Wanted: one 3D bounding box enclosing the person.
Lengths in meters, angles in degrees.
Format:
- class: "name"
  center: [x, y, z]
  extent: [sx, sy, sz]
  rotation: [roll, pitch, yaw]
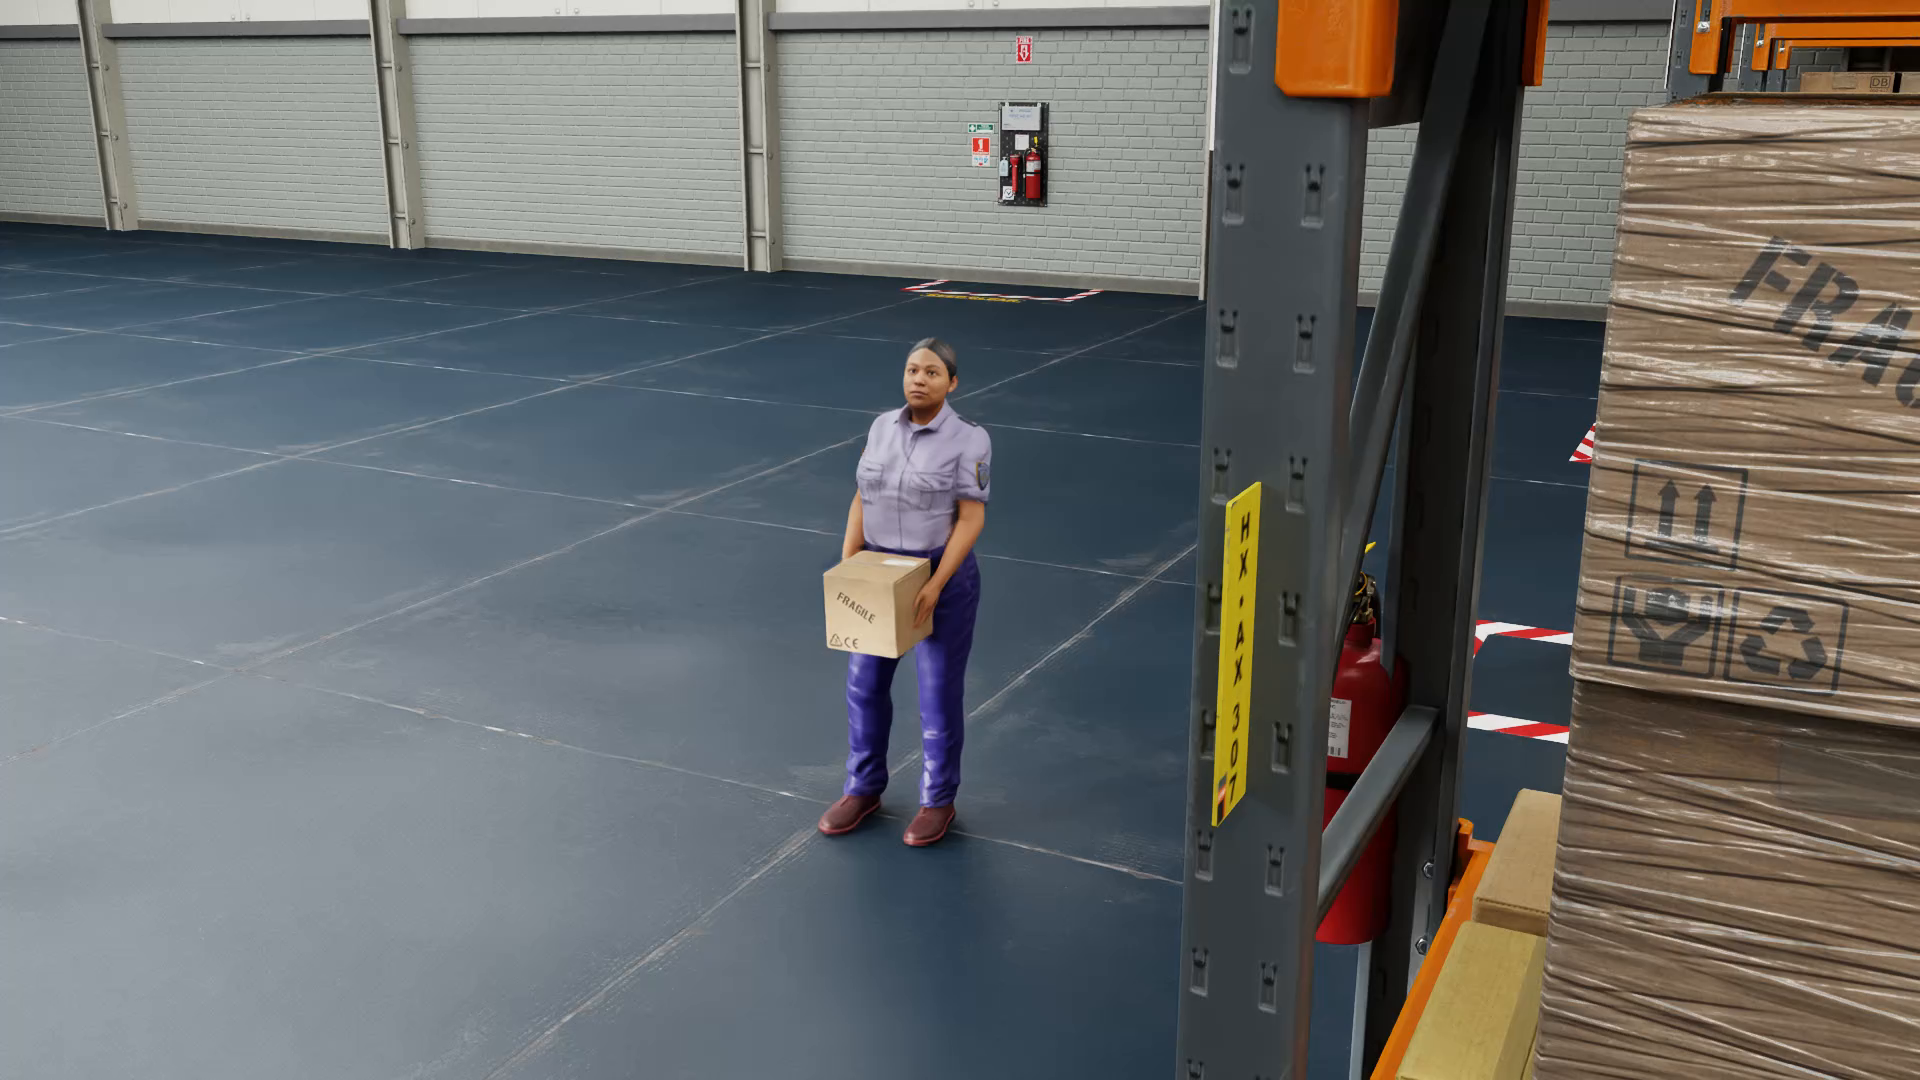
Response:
- class: "person"
  center: [-0.175, 0.174, 5.441]
  extent: [0.523, 1.650, 0.458]
  rotation: [8, 18, 26]
